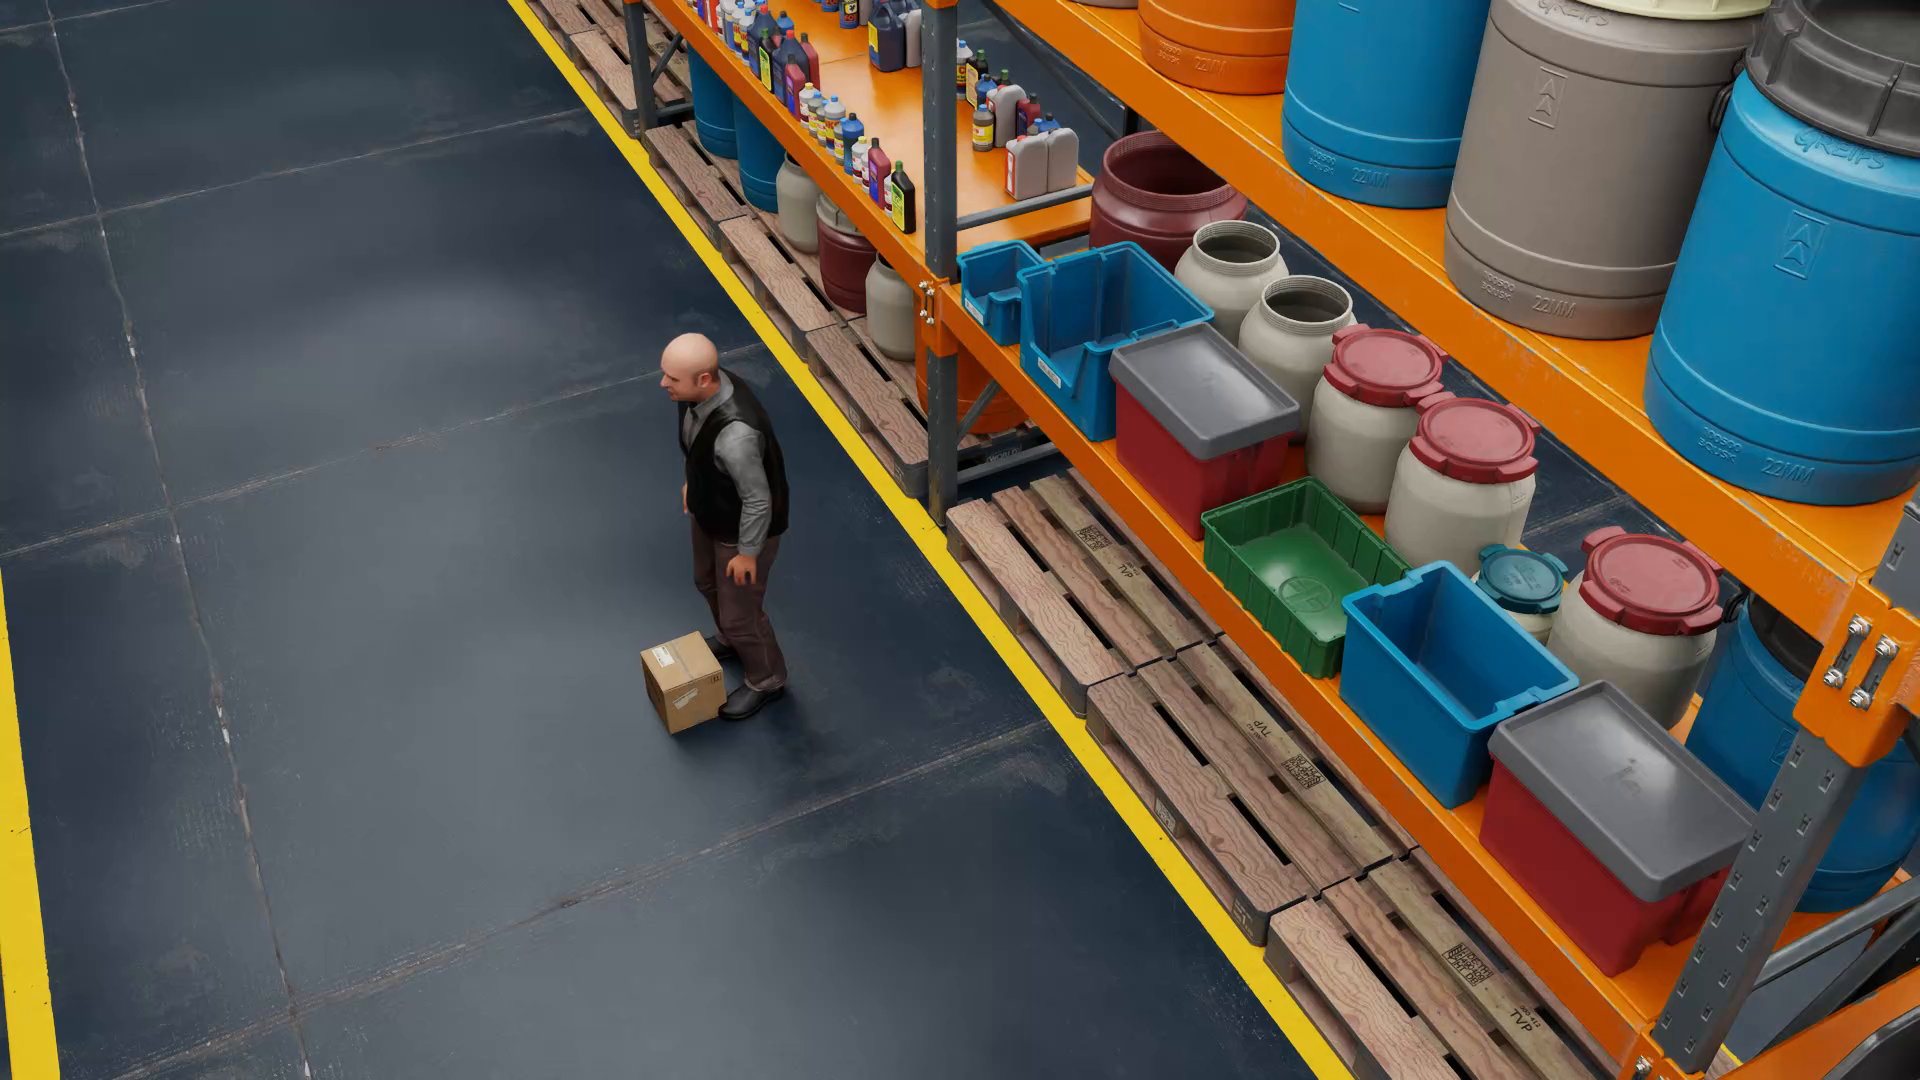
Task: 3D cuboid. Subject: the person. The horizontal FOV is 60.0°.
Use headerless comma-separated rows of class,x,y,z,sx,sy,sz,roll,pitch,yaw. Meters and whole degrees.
person,-0.857,-0.077,6.265,0.412,1.721,0.583,-19,45,-21
